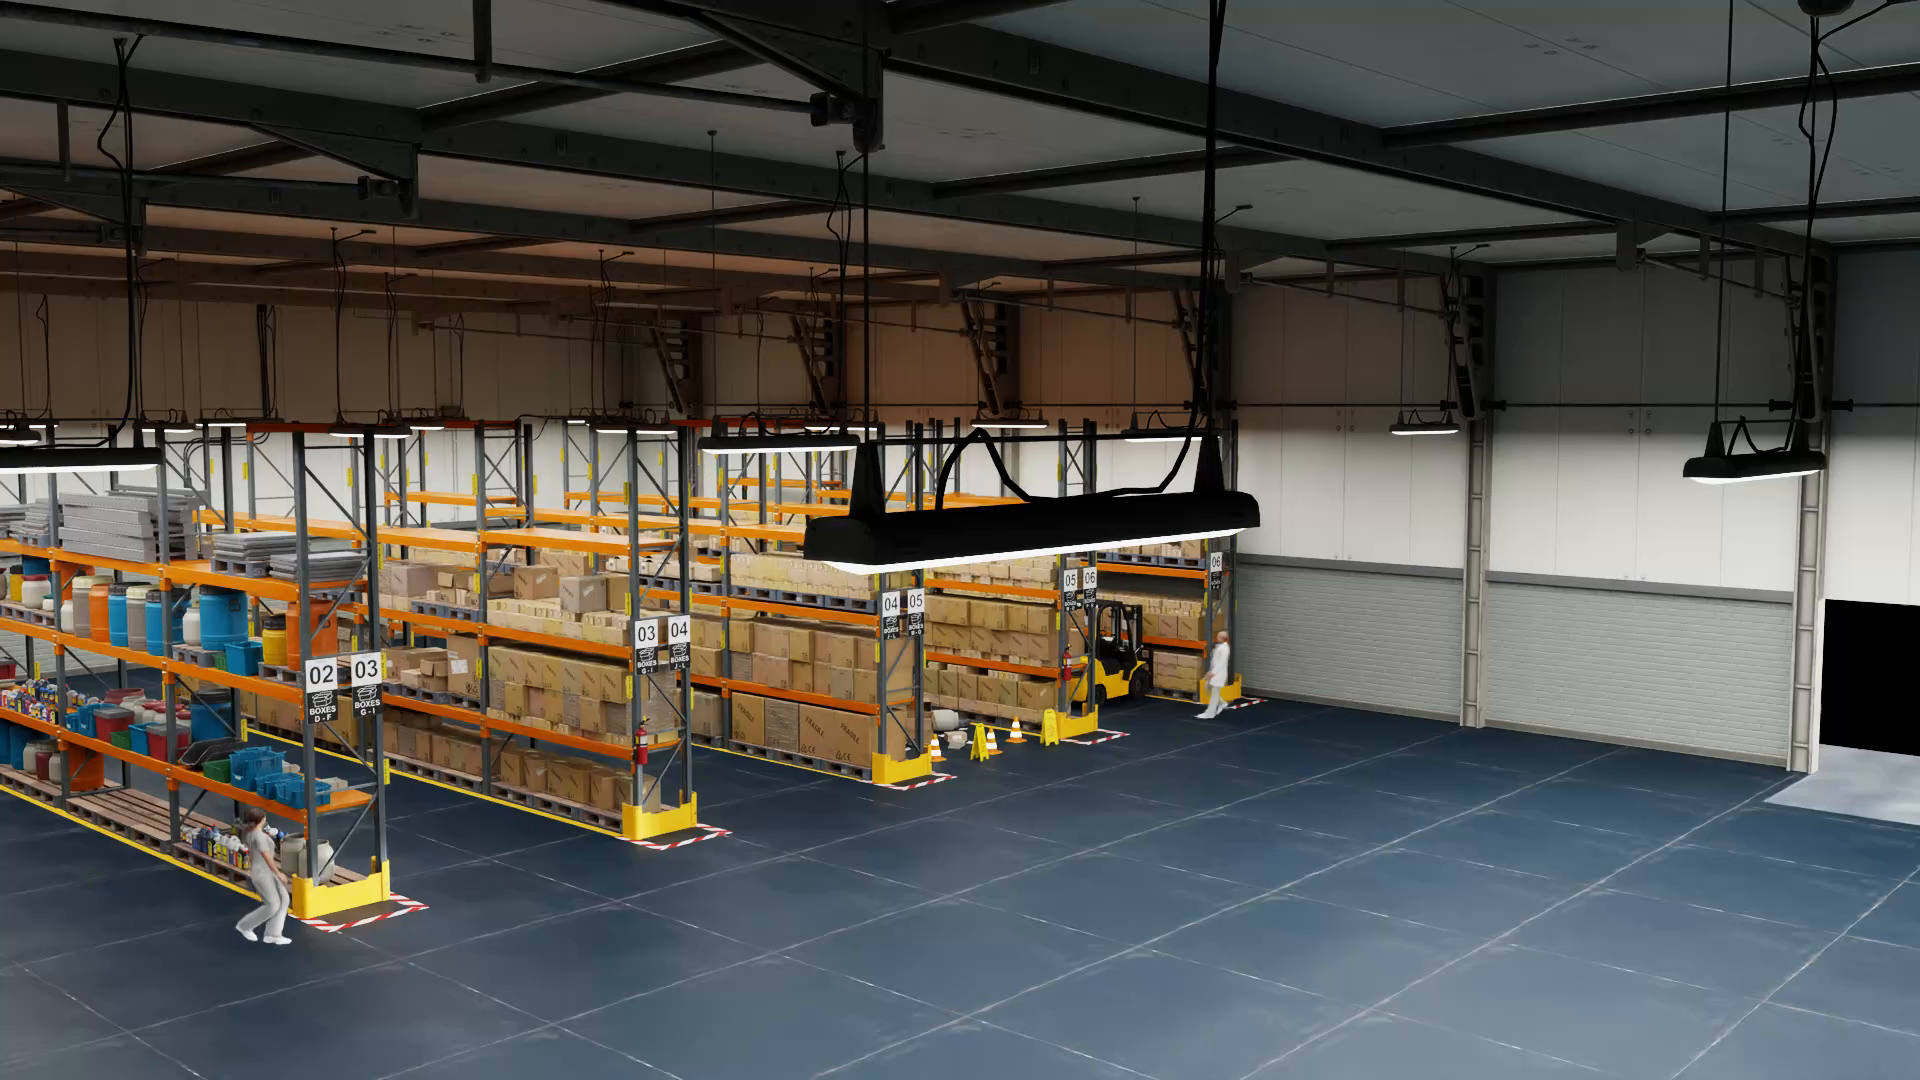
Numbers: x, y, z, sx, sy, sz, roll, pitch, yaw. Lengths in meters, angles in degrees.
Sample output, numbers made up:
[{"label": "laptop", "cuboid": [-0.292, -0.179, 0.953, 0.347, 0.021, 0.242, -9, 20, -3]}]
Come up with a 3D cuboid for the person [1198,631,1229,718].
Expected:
[{"label": "person", "cuboid": [5.115, 2.758, 33.540, 0.710, 1.655, 0.644, -2, 5, -19]}]

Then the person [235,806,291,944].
[{"label": "person", "cuboid": [-8.179, 3.938, 19.485, 0.599, 1.639, 0.500, -1, 5, -15]}]
